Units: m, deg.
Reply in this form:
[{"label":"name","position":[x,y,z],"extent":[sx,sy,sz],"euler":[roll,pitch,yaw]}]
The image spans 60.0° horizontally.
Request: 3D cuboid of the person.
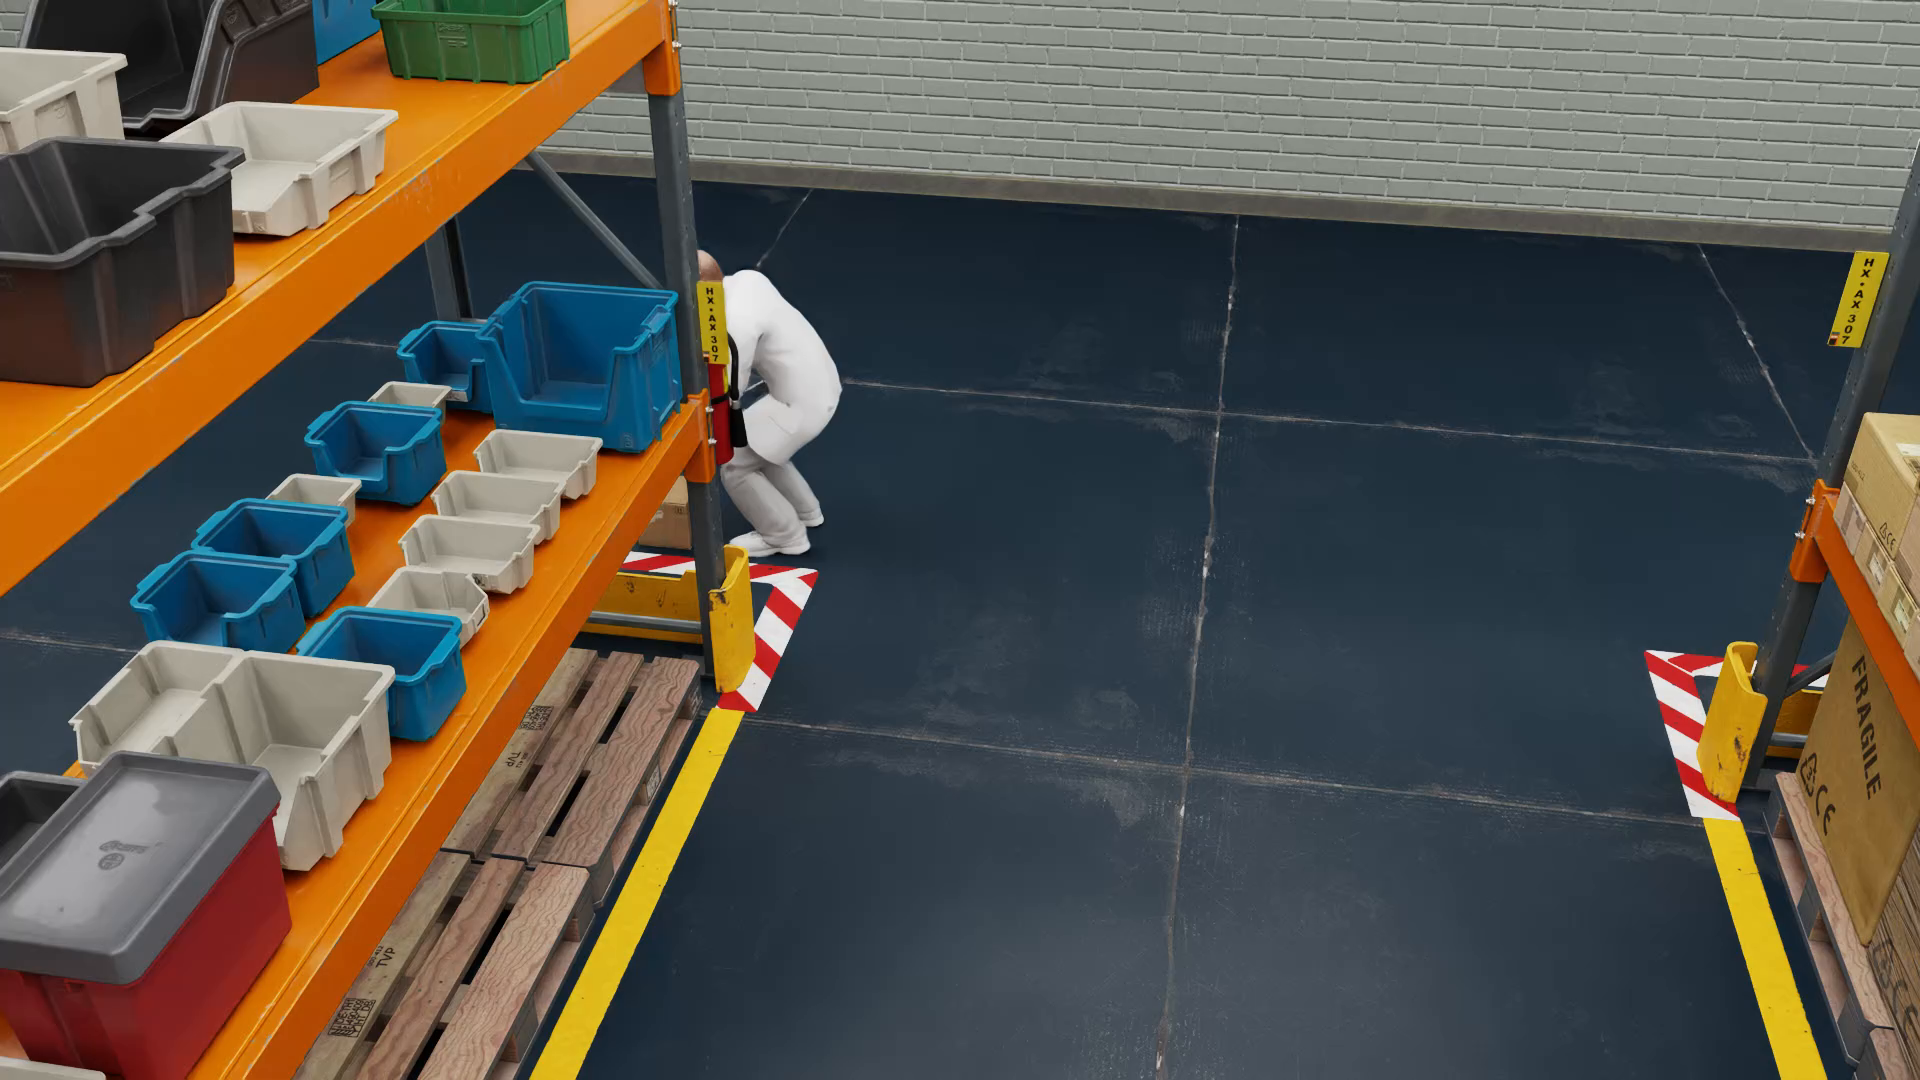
[{"label":"person","position":[-0.885,-0.613,7.445],"extent":[0.701,1.453,0.631],"euler":[2,32,3]}]
